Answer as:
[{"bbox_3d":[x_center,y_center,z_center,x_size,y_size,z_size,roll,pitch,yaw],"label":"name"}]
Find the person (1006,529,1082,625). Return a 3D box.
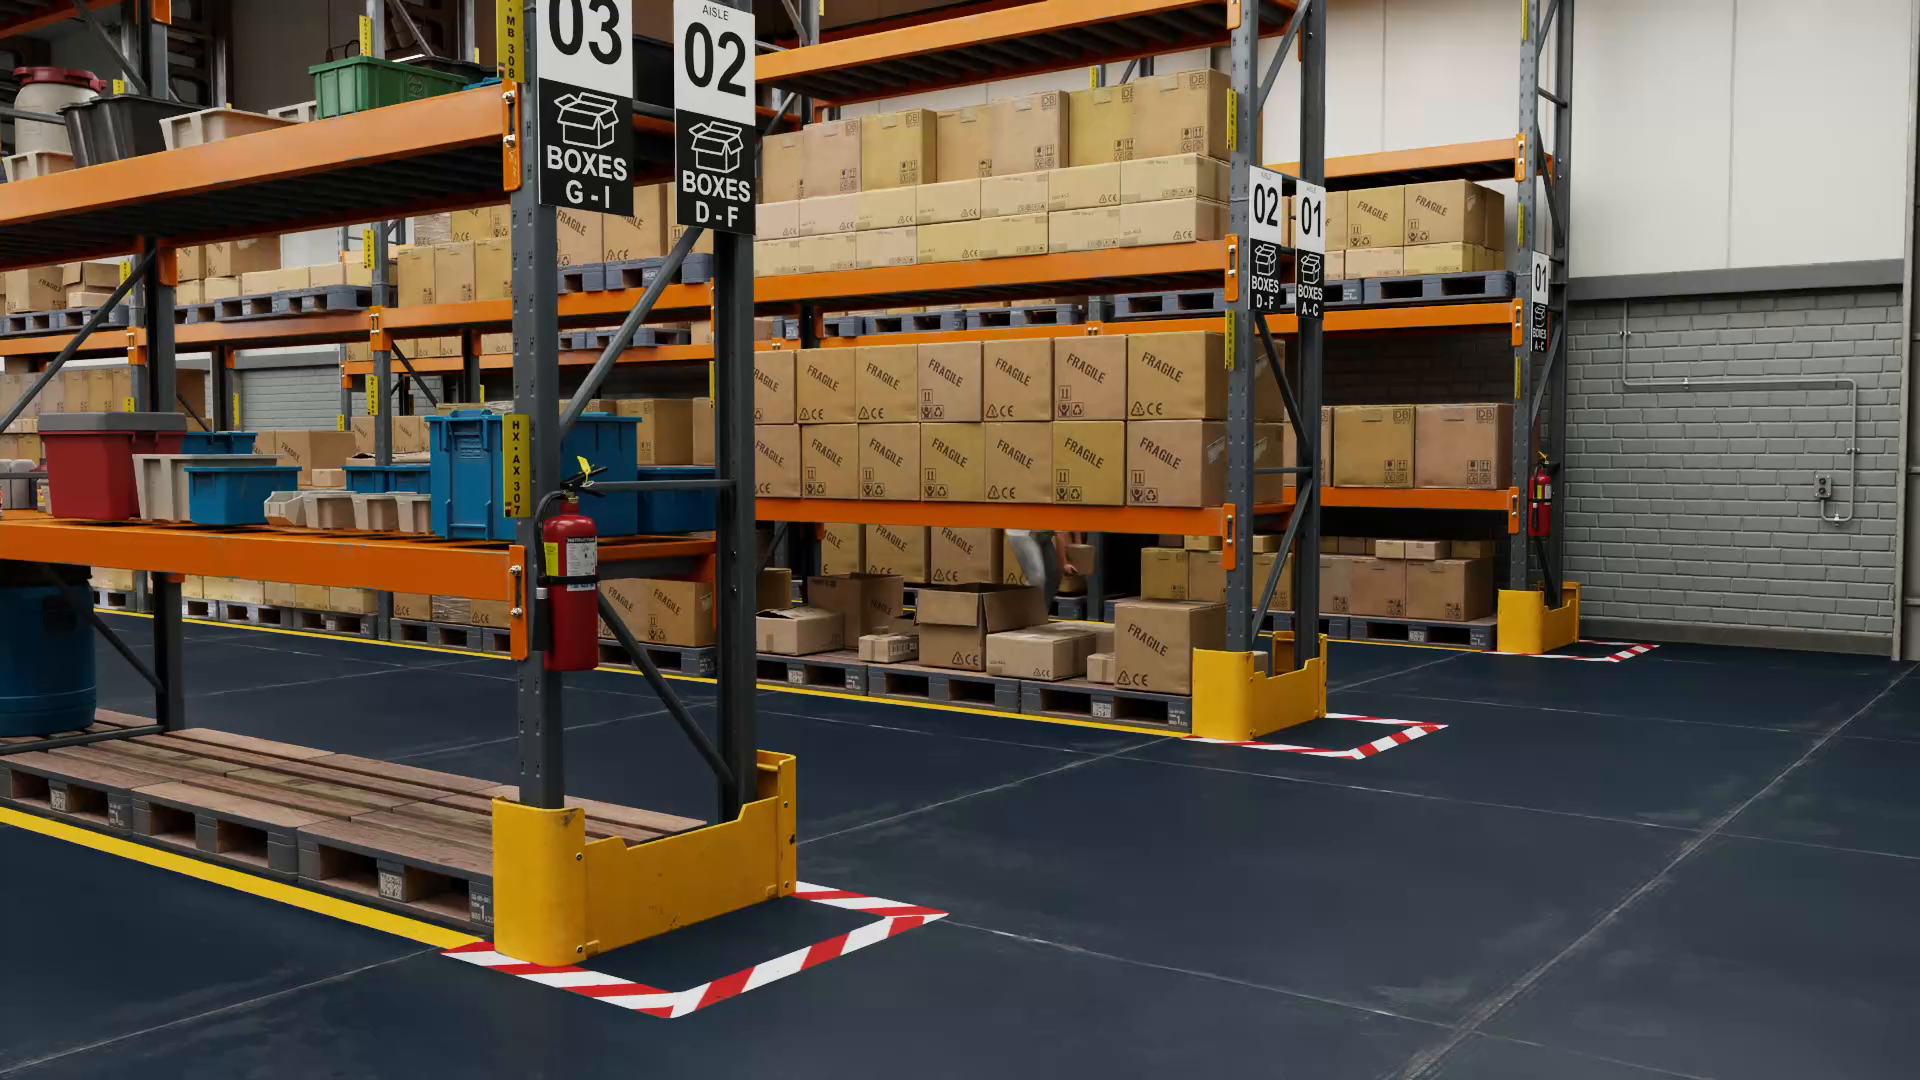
[{"bbox_3d":[0.871,0.105,14.778,0.932,1.445,0.485,2,4,29],"label":"person"}]
